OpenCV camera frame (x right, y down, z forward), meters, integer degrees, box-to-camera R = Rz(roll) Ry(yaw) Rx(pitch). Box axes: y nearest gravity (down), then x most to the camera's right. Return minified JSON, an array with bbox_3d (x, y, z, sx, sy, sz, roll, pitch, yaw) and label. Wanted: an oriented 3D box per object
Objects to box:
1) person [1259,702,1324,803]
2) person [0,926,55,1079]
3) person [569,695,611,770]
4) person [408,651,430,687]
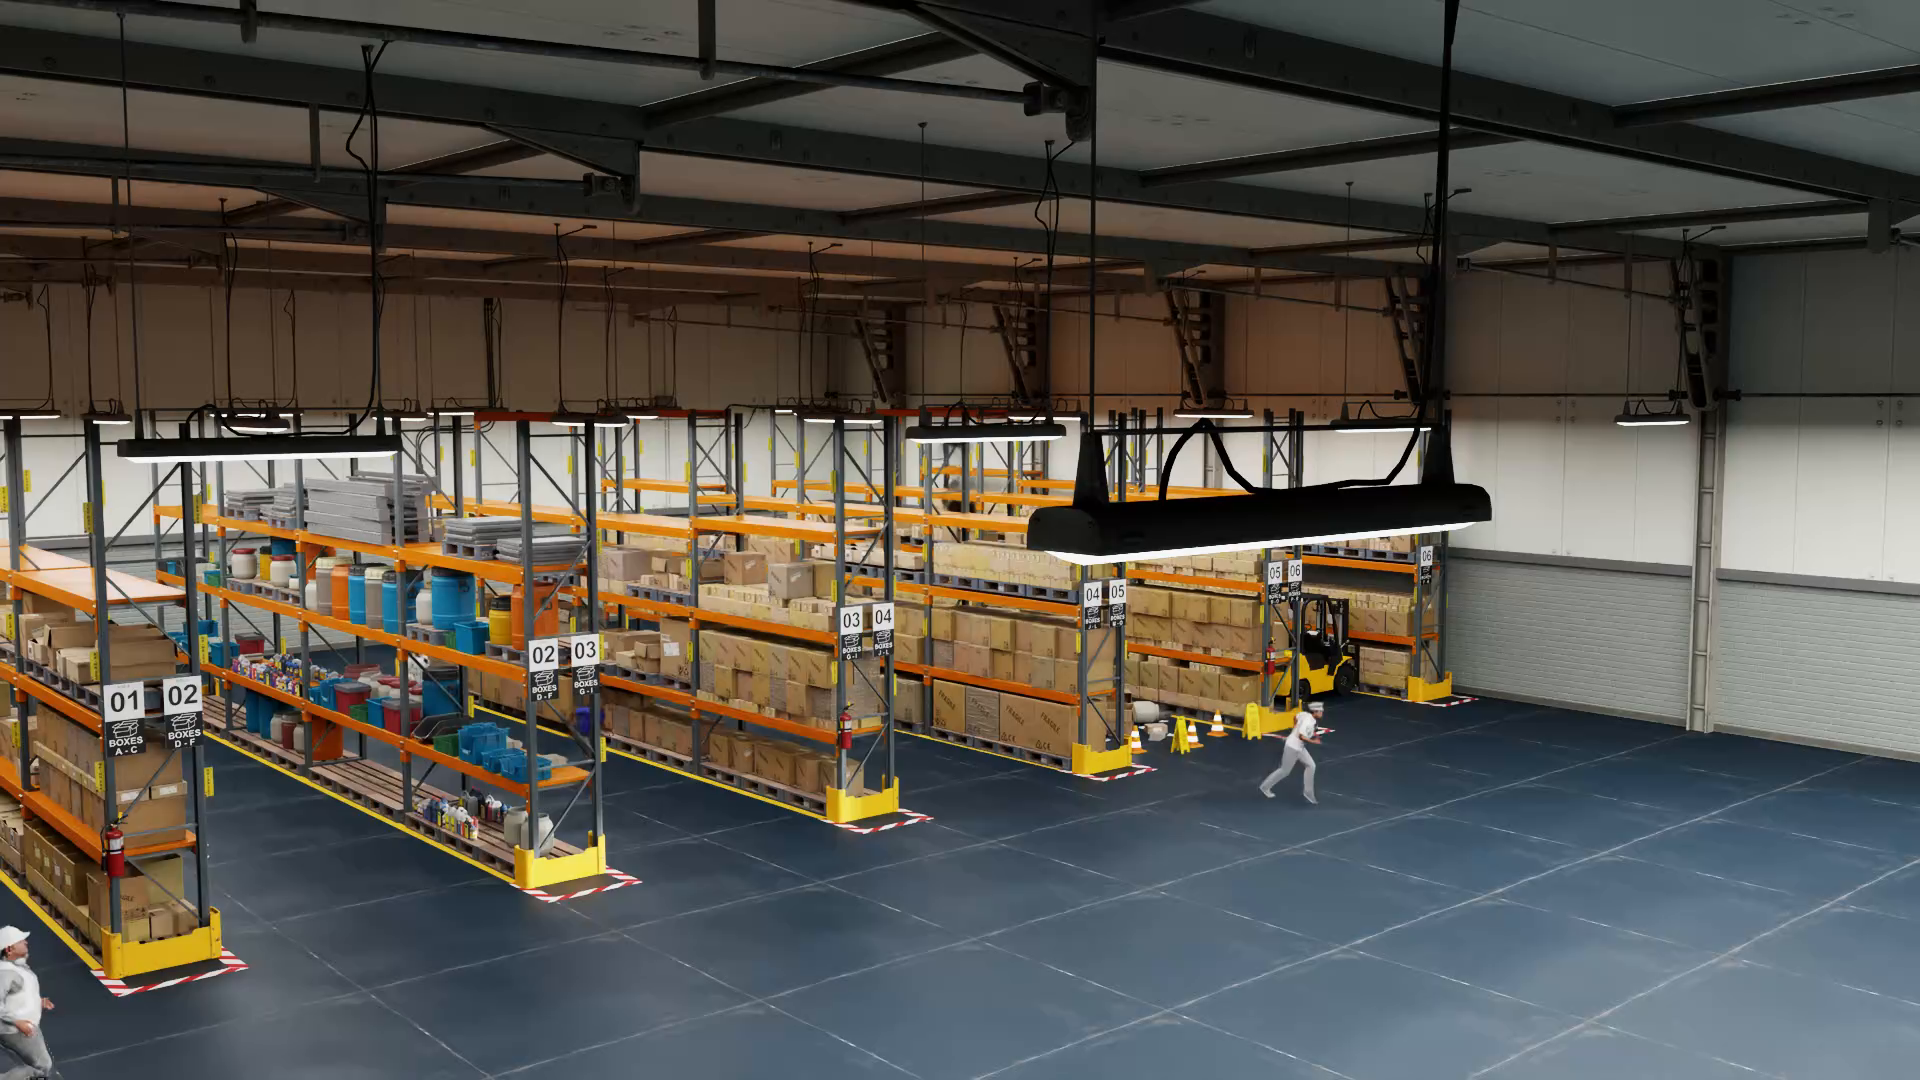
[{"bbox_3d":[5.159,3.305,25.862,0.980,1.622,0.618,1,5,14],"label":"person"},{"bbox_3d":[-8.211,4.208,14.456,0.584,1.732,0.658,-2,5,-23],"label":"person"},{"bbox_3d":[-6.021,3.232,26.879,0.846,1.486,0.601,3,6,27],"label":"person"},{"bbox_3d":[-10.320,2.734,31.705,0.616,1.659,0.531,-5,7,-42],"label":"person"}]
